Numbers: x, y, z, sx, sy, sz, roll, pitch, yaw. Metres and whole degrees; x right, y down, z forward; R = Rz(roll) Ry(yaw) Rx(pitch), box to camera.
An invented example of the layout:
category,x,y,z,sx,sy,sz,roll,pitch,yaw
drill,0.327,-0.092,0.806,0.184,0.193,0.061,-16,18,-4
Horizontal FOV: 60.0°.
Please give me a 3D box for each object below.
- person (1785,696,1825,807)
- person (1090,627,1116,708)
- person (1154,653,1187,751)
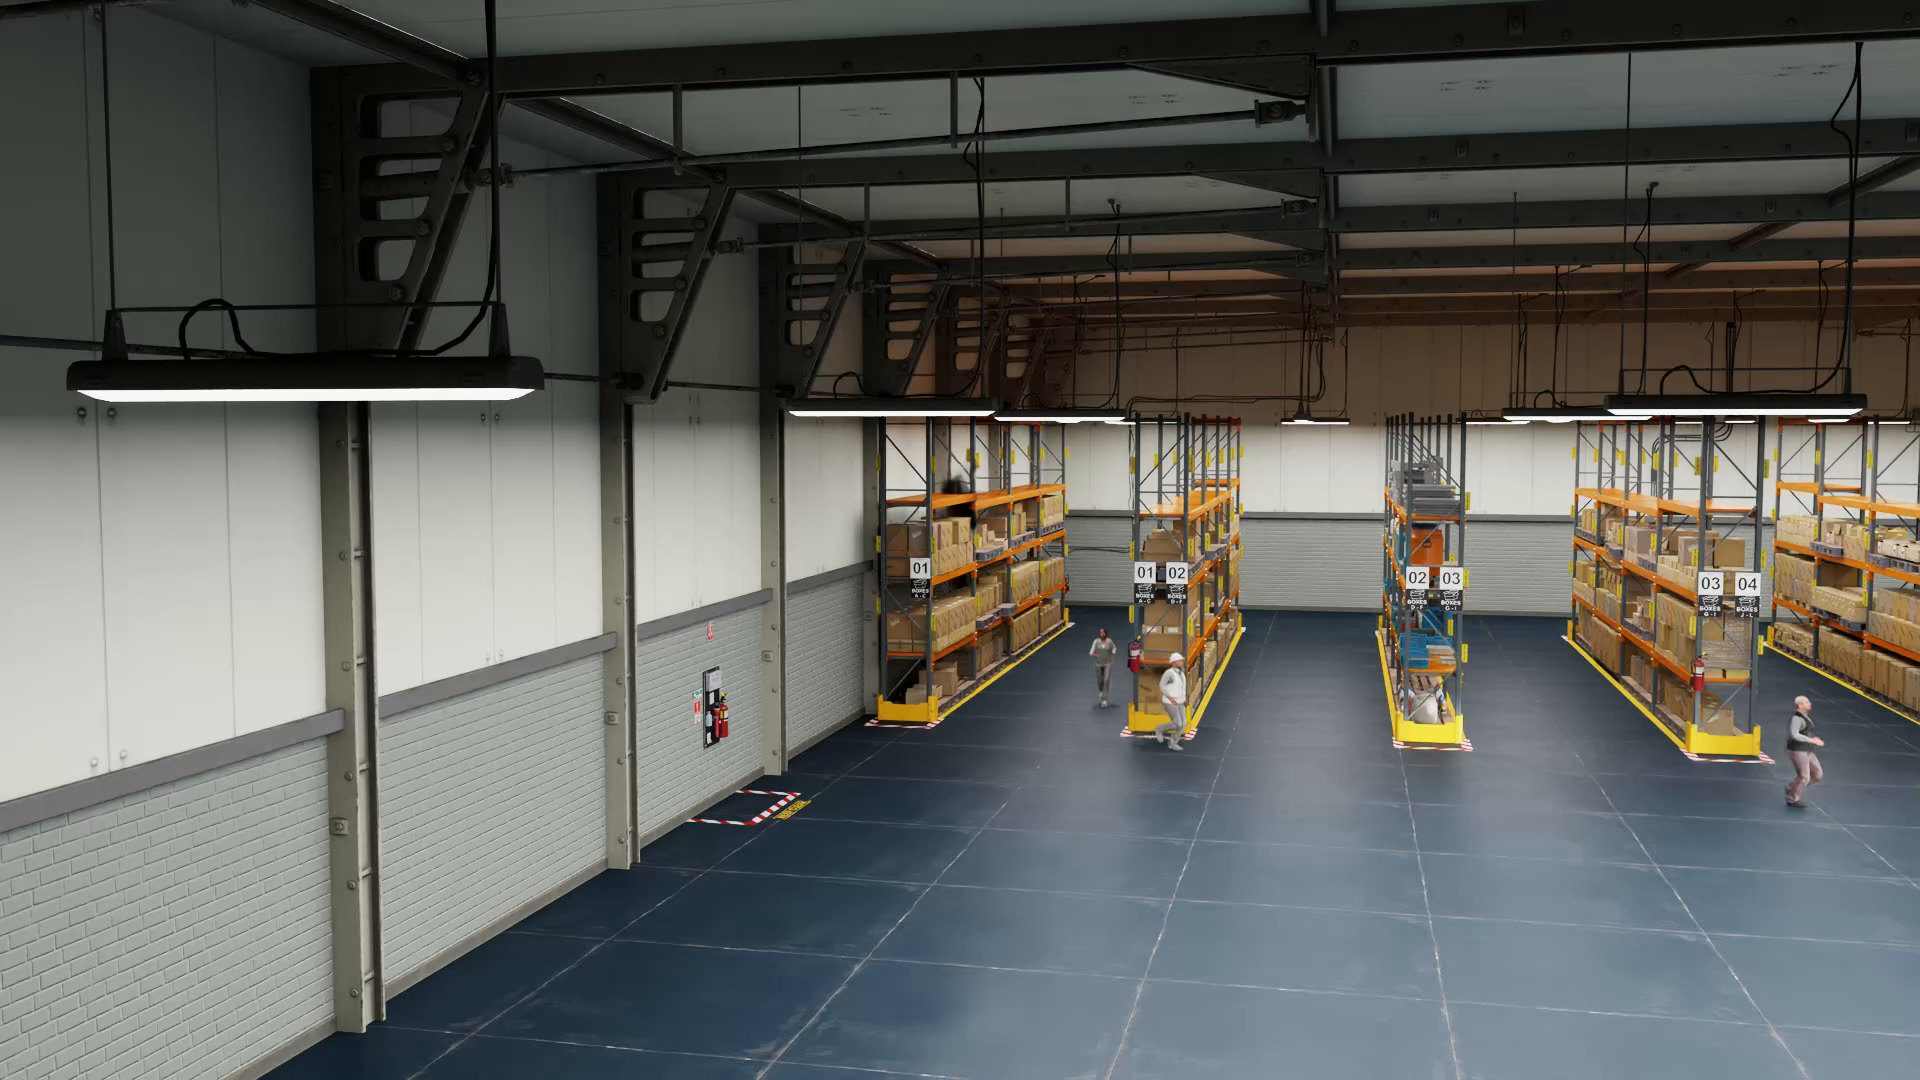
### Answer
category,x,y,z,sx,sy,sz,roll,pitch,yaw
person,12.733,3.187,25.021,0.569,1.683,0.668,3,5,40
person,2.944,2.592,34.246,0.540,1.597,0.879,0,4,5
person,3.754,2.867,29.607,0.569,1.739,0.652,3,5,36
